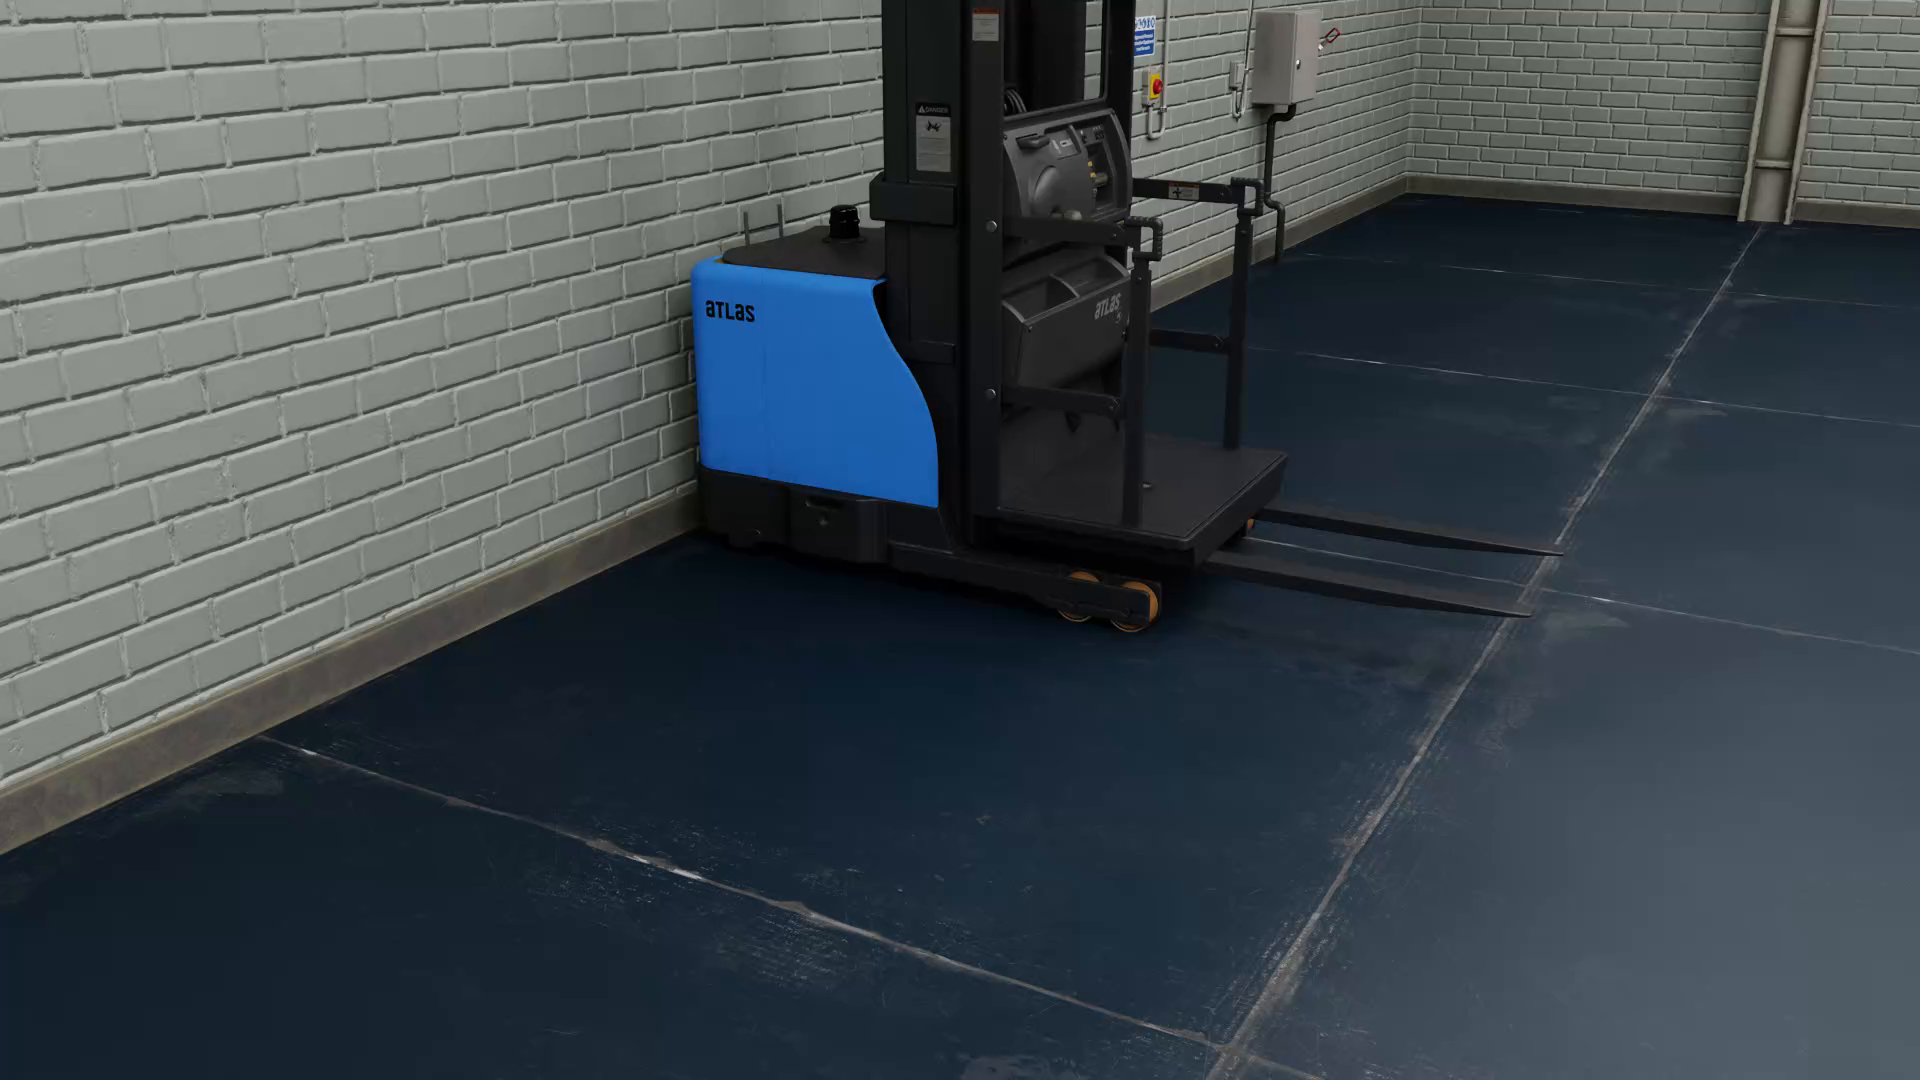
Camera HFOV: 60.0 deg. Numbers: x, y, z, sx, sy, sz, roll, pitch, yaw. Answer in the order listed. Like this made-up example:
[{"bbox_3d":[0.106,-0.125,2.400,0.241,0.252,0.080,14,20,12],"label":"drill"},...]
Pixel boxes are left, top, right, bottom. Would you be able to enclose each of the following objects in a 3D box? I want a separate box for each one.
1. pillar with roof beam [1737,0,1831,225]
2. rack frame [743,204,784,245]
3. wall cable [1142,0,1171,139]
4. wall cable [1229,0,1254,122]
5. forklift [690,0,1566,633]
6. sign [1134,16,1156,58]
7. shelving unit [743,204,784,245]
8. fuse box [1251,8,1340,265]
[{"bbox_3d":[4.464,-5.557,8.487,0.400,9.000,9.100,11,23,27],"label":"pillar with roof beam"},{"bbox_3d":[-0.730,-0.692,6.504,0.006,1.200,0.240,9,22,28],"label":"rack frame"},{"bbox_3d":[1.126,-3.246,9.379,0.123,1.953,0.585,11,23,27],"label":"wall cable"},{"bbox_3d":[1.807,-3.655,10.554,0.122,1.984,0.588,11,23,27],"label":"wall cable"},{"bbox_3d":[0.558,-1.278,5.589,3.031,2.935,1.130,10,22,26],"label":"forklift"},{"bbox_3d":[1.049,-2.877,9.500,0.001,0.218,0.327,11,23,27],"label":"sign"},{"bbox_3d":[-0.810,-0.705,6.547,0.189,1.200,0.258,9,22,28],"label":"shelving unit"},{"bbox_3d":[2.278,-2.749,11.434,0.414,1.711,0.539,11,23,27],"label":"fuse box"}]
